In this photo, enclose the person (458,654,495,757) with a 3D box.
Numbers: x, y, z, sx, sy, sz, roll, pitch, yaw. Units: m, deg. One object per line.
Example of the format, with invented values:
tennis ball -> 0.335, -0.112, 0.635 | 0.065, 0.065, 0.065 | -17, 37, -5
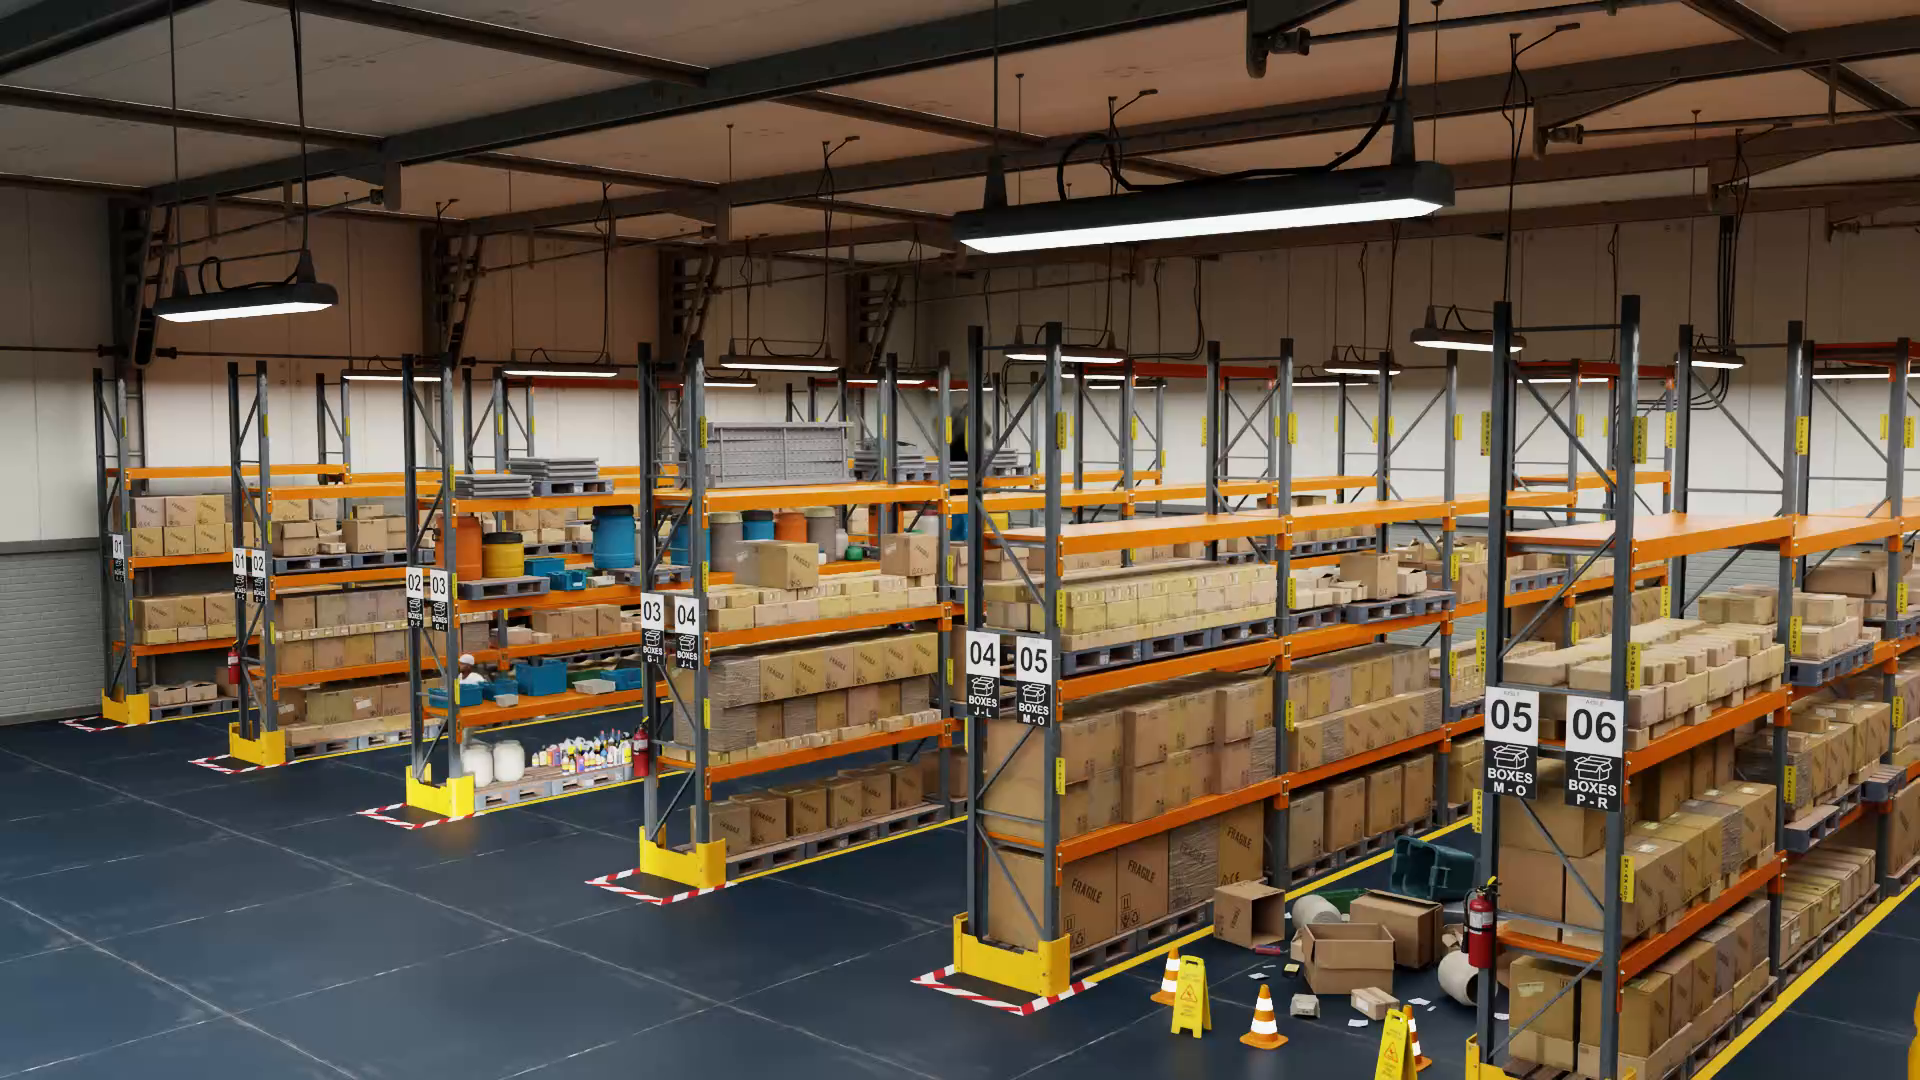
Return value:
person -> -7.129, 2.488, 24.198 | 0.723, 1.674, 0.667 | 4, 6, 42
